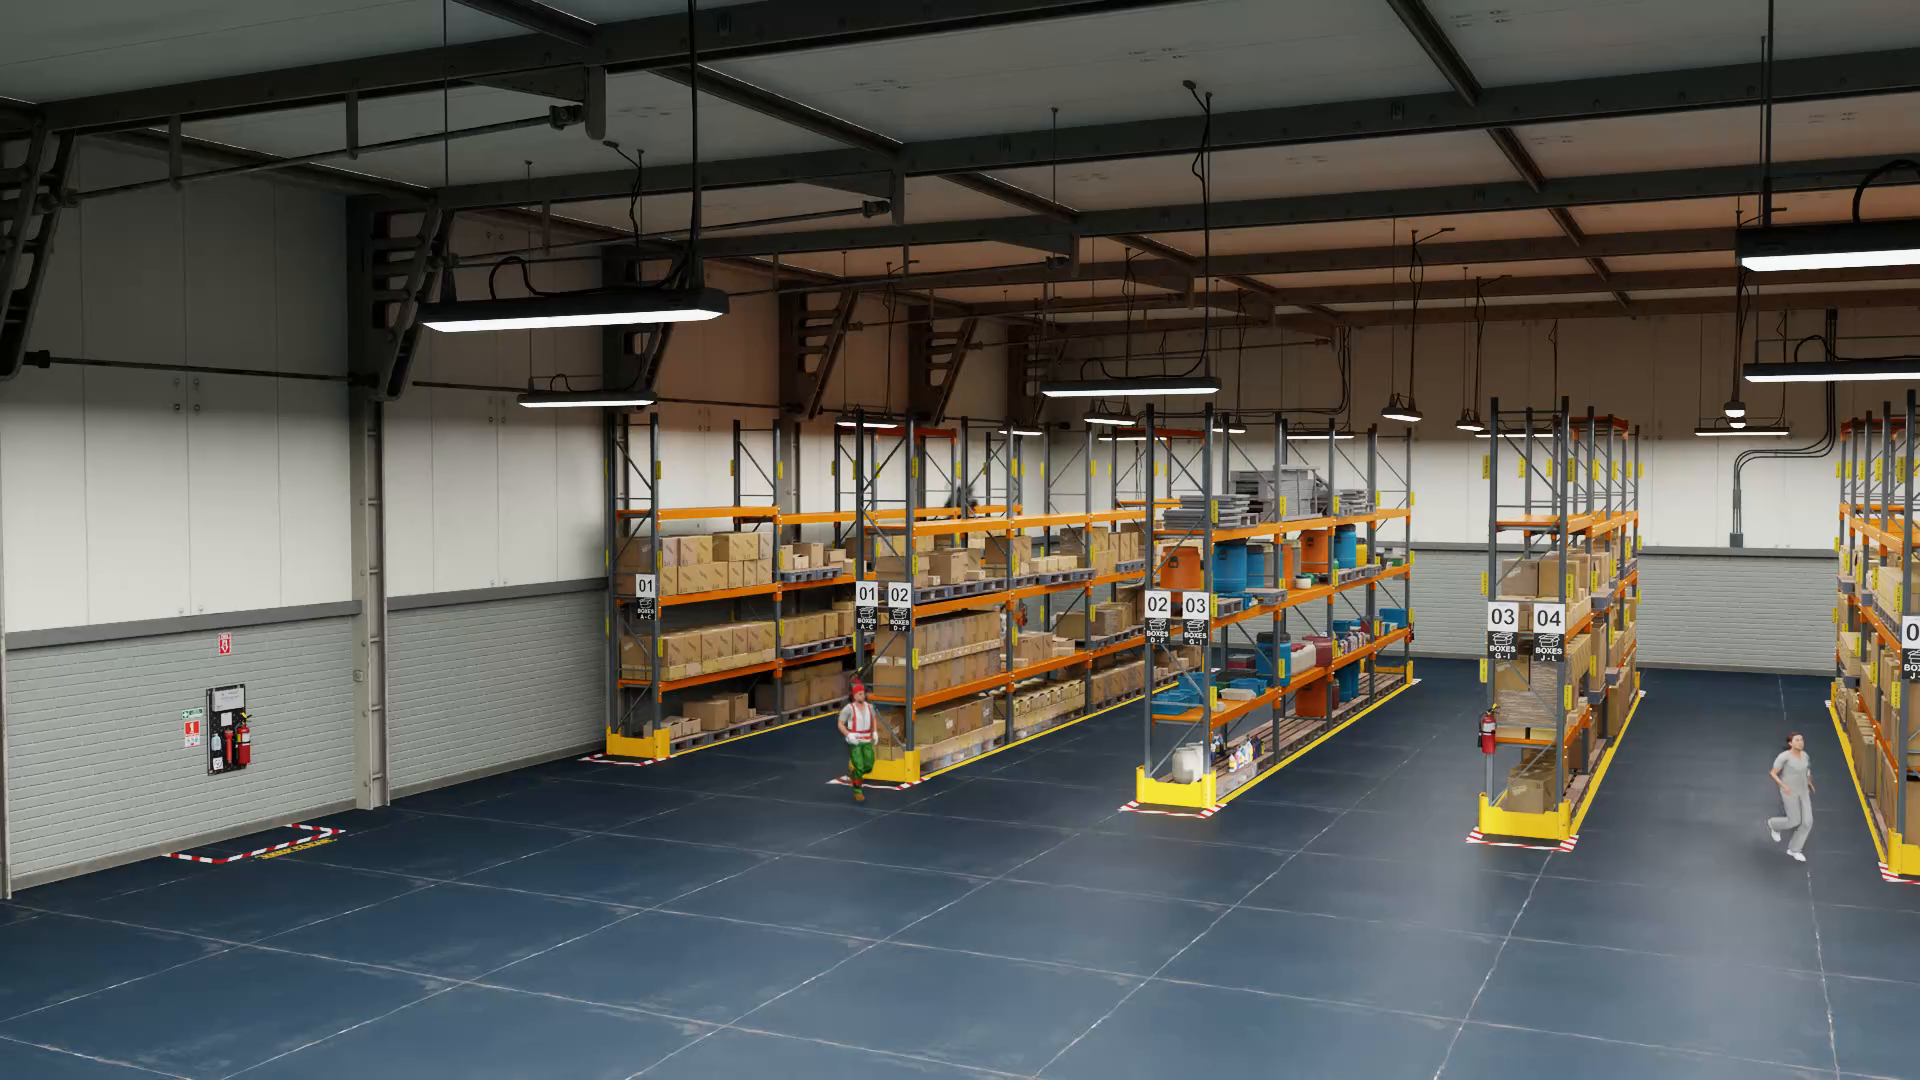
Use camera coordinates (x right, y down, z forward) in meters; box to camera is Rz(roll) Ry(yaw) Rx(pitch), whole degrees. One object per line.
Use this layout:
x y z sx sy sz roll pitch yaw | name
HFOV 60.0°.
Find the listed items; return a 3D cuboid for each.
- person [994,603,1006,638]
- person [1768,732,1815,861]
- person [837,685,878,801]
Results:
0.909 2.278 37.829 0.608 1.718 0.779 1 3 24 | person
10.795 3.294 21.581 0.573 1.640 0.624 0 2 -9 | person
-1.559 3.070 25.357 0.696 1.748 0.631 -2 3 -35 | person
